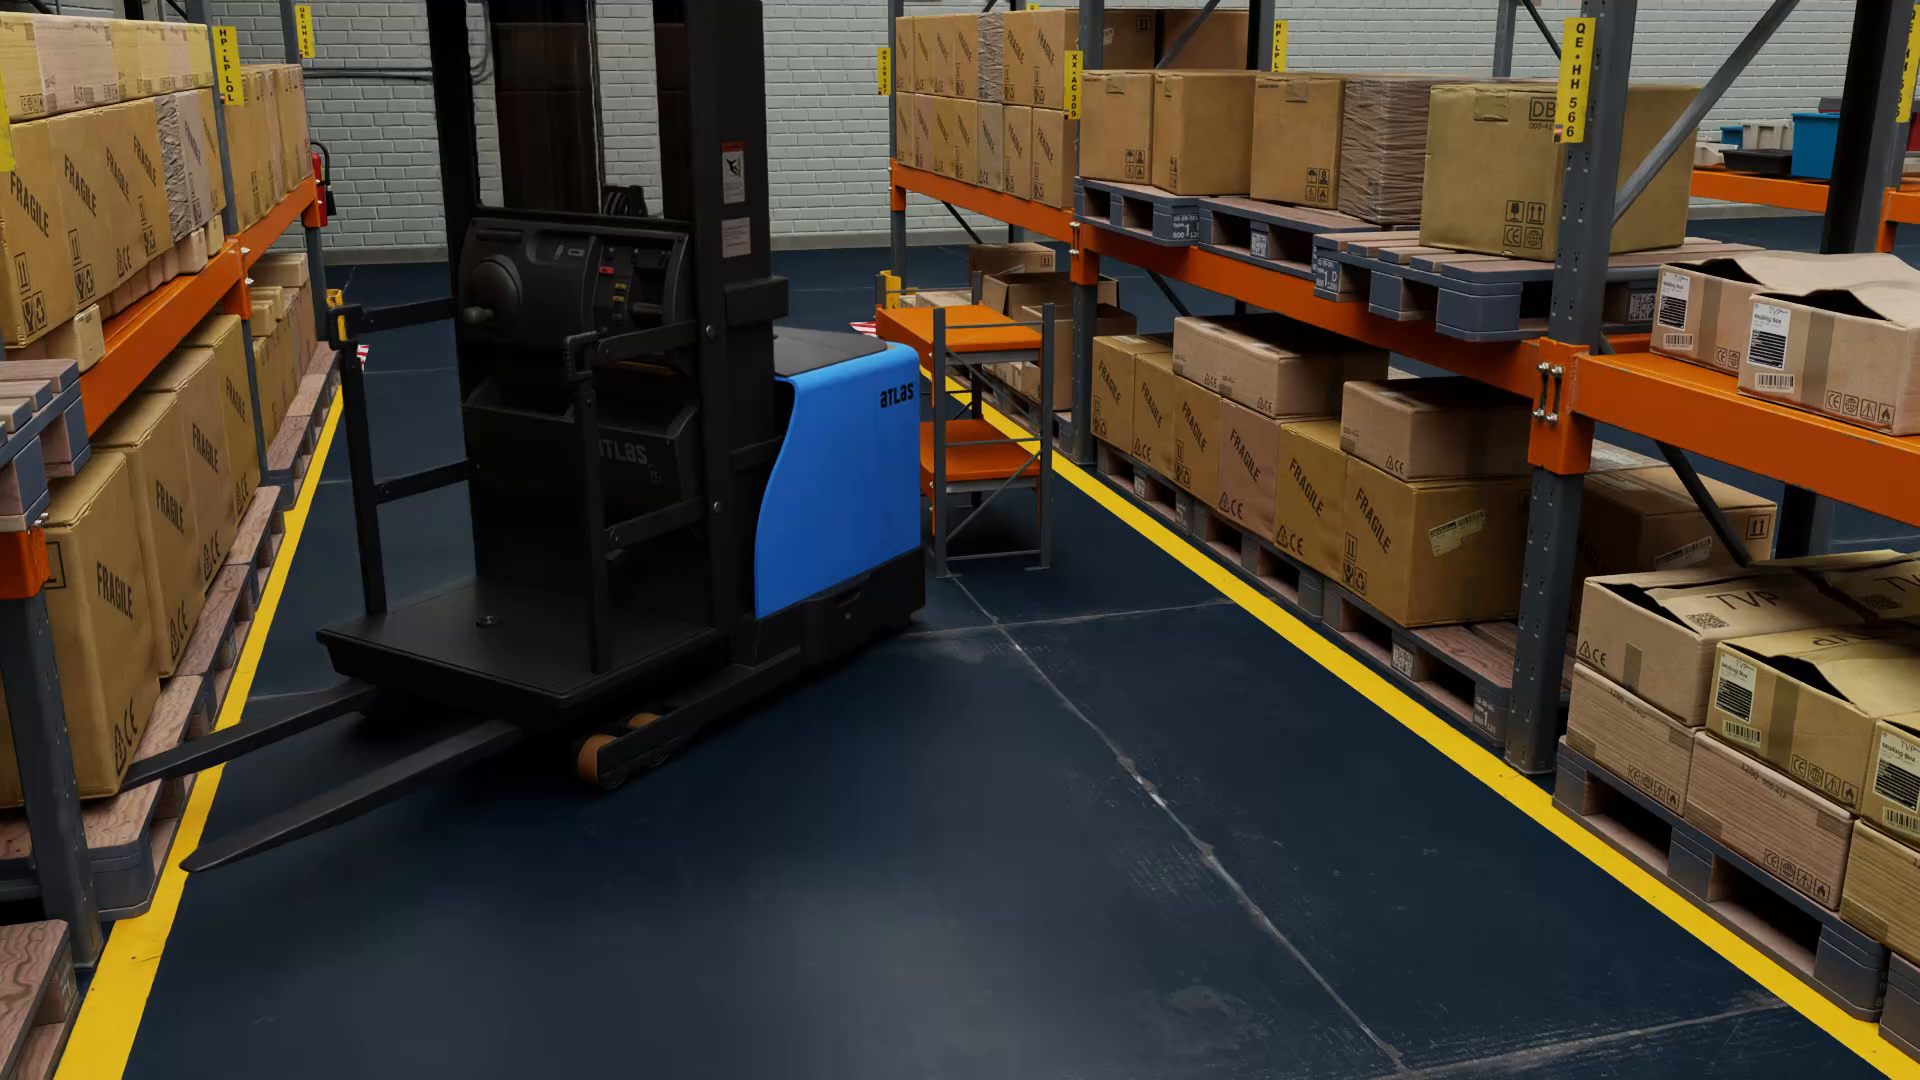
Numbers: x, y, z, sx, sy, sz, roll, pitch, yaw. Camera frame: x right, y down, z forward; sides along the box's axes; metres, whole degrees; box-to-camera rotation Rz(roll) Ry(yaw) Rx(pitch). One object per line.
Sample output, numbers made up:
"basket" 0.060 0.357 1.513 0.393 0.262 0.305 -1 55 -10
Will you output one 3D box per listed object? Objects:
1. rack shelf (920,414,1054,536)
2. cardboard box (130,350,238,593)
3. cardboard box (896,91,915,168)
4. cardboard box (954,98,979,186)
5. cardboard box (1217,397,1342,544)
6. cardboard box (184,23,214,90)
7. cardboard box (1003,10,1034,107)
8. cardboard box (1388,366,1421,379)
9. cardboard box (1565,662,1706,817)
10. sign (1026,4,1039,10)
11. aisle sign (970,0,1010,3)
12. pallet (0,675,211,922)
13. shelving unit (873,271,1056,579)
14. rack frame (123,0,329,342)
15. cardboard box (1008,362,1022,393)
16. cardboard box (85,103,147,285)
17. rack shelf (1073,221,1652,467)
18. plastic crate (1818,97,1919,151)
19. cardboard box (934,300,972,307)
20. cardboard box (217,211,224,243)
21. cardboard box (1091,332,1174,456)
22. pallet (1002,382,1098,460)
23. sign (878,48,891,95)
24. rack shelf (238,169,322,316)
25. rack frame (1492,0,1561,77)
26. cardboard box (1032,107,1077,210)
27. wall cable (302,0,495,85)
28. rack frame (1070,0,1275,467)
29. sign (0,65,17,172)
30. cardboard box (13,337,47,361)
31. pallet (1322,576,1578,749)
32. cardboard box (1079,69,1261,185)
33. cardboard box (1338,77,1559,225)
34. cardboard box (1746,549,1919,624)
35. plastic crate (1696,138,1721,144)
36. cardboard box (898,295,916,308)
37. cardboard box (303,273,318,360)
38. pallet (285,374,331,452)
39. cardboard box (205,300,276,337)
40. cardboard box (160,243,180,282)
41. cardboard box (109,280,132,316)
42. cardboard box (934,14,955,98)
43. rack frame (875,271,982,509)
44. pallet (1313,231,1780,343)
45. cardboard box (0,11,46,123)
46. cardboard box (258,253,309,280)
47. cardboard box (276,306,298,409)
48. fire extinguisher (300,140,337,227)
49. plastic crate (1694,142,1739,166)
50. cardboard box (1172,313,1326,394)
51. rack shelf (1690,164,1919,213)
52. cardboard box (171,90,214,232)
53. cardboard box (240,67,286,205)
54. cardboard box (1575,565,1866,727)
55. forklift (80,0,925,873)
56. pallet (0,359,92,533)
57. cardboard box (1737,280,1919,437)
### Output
"rack shelf" -0.002 -0.306 7.367 0.538 0.278 1.000 -5 17 -15
"cardboard box" -3.129 -0.240 6.044 0.750 0.750 0.750 -4 17 -14
"cardboard box" -0.148 -2.887 11.675 0.500 0.500 0.500 -4 17 -14
"cardboard box" 0.269 -2.467 10.278 0.500 0.500 0.500 -4 17 -15
"cardboard box" 1.407 -0.311 6.855 0.500 0.500 0.500 -5 18 -17
"cardboard box" -3.305 -1.934 6.646 0.500 0.250 0.500 -4 17 -14
"cardboard box" 0.551 -2.664 9.195 0.500 0.500 0.500 -5 17 -16
"cardboard box" 1.759 -0.500 7.482 0.500 0.500 0.500 -4 17 -15
"cardboard box" 2.043 0.514 4.576 0.500 0.250 0.500 -5 17 -15
"sign" 0.522 -3.727 12.083 0.100 0.325 0.005 -5 17 -15
"aisle sign" 0.259 -4.271 11.937 0.394 0.787 0.004 -5 17 -15
"pallet" -2.724 0.734 4.641 1.003 0.211 1.213 -5 17 -15
"shelving unit" -0.002 -0.541 7.296 0.538 1.125 1.048 -5 17 -15
"rack frame" -4.779 -2.590 10.860 1.000 3.000 0.127 -5 17 -15
"cardboard box" 0.492 -0.956 9.611 0.380 0.149 0.250 -5 17 -15
"cardboard box" -2.738 -1.015 4.890 0.500 0.500 0.500 -5 17 -16
"rack shelf" 1.632 -0.979 6.746 1.077 0.370 4.000 -5 17 -15
"plastic crate" 5.842 -2.593 10.655 0.402 0.464 0.583 -5 17 -15
"cardboard box" 0.135 -1.427 11.004 0.500 0.250 0.500 -5 17 -15
"cardboard box" -3.314 -1.302 6.974 0.380 0.149 0.250 -5 17 -15
"cardboard box" 0.981 -0.737 8.271 0.500 0.500 0.500 -6 18 -18
"pallet" 0.895 -0.731 9.518 1.003 0.211 1.213 -5 17 -15
"sign" -0.539 -3.354 11.900 0.100 0.325 0.005 -5 17 -15
"rack shelf" -4.229 -1.692 9.122 1.077 0.370 4.000 -5 17 -15
"rack frame" 4.747 -3.373 13.468 1.000 3.000 0.127 -5 17 -15
"cardboard box" 0.698 -2.042 8.863 0.500 0.500 0.500 -4 17 -14
"wall cable" -5.990 -5.569 15.746 3.097 2.526 0.112 -5 17 -15
"rack frame" 1.082 -1.876 8.484 1.000 3.000 0.127 -5 17 -15
"sign" -2.061 -0.939 3.490 0.100 0.325 0.005 -5 17 -15
"cardboard box" -2.509 -0.446 4.125 0.380 0.149 0.250 -4 17 -14
"pallet" 2.013 0.356 5.900 1.003 0.211 1.213 -5 17 -15
"cardboard box" 0.998 -1.977 7.914 0.700 0.500 0.500 -12 20 -34
"cardboard box" 1.832 -1.452 6.169 0.700 0.500 0.500 -1 17 -5
"cardboard box" 2.562 0.203 4.638 0.500 0.311 0.500 -4 17 -14
"plastic crate" 5.410 -2.828 12.006 0.298 0.136 0.250 -5 17 -15
"cardboard box" -0.232 -1.685 12.039 0.380 0.149 0.250 -5 17 -15
"cardboard box" -4.490 -1.408 10.541 0.700 0.500 0.500 -5 17 -15
"pallet" -4.152 -0.703 9.425 1.003 0.211 1.213 -5 17 -15
"cardboard box" -3.705 -1.122 8.462 0.380 0.149 0.250 -4 17 -13
"cardboard box" -3.062 -1.017 6.027 0.380 0.149 0.250 -5 17 -15
"cardboard box" -2.880 -0.799 5.301 0.380 0.149 0.250 -5 17 -15
"cardboard box" 0.135 -3.083 10.590 0.500 0.500 0.500 -4 17 -14
"rack frame" -0.142 -0.681 7.765 0.500 1.125 0.032 -5 17 -15
"pallet" 1.928 -0.860 5.434 1.213 0.211 1.003 -5 17 -15
"cardboard box" -2.465 -1.090 3.838 0.500 0.250 0.500 -4 17 -14
"cardboard box" -4.280 -1.698 10.378 0.380 0.149 0.250 -5 17 -16
"cardboard box" -4.060 -0.984 9.129 0.700 0.500 0.500 -4 17 -14
"fire extinguisher" -4.377 -2.453 11.186 0.296 0.674 0.183 -5 17 -15
"plastic crate" 5.078 -2.627 11.338 0.293 0.136 0.466 -5 17 -15
"cardboard box" 1.256 -0.819 7.242 0.500 0.250 0.500 -5 17 -15
"rack shelf" 5.296 -2.476 11.730 1.077 0.370 4.000 -5 17 -15
"cardboard box" -3.161 -1.435 6.291 0.500 0.500 0.500 -5 17 -15
"cardboard box" -4.218 -2.181 8.979 0.980 0.700 0.700 -6 18 -18
"cardboard box" 2.043 0.245 4.496 0.500 0.311 0.500 -4 17 -13
"forklift" -1.337 -0.810 5.054 1.130 2.935 3.031 10 19 30
"pallet" -2.282 -0.097 2.893 1.213 0.211 1.003 -5 17 -15
"cardboard box" 2.241 -0.464 3.939 0.500 0.311 0.500 -5 17 -16
